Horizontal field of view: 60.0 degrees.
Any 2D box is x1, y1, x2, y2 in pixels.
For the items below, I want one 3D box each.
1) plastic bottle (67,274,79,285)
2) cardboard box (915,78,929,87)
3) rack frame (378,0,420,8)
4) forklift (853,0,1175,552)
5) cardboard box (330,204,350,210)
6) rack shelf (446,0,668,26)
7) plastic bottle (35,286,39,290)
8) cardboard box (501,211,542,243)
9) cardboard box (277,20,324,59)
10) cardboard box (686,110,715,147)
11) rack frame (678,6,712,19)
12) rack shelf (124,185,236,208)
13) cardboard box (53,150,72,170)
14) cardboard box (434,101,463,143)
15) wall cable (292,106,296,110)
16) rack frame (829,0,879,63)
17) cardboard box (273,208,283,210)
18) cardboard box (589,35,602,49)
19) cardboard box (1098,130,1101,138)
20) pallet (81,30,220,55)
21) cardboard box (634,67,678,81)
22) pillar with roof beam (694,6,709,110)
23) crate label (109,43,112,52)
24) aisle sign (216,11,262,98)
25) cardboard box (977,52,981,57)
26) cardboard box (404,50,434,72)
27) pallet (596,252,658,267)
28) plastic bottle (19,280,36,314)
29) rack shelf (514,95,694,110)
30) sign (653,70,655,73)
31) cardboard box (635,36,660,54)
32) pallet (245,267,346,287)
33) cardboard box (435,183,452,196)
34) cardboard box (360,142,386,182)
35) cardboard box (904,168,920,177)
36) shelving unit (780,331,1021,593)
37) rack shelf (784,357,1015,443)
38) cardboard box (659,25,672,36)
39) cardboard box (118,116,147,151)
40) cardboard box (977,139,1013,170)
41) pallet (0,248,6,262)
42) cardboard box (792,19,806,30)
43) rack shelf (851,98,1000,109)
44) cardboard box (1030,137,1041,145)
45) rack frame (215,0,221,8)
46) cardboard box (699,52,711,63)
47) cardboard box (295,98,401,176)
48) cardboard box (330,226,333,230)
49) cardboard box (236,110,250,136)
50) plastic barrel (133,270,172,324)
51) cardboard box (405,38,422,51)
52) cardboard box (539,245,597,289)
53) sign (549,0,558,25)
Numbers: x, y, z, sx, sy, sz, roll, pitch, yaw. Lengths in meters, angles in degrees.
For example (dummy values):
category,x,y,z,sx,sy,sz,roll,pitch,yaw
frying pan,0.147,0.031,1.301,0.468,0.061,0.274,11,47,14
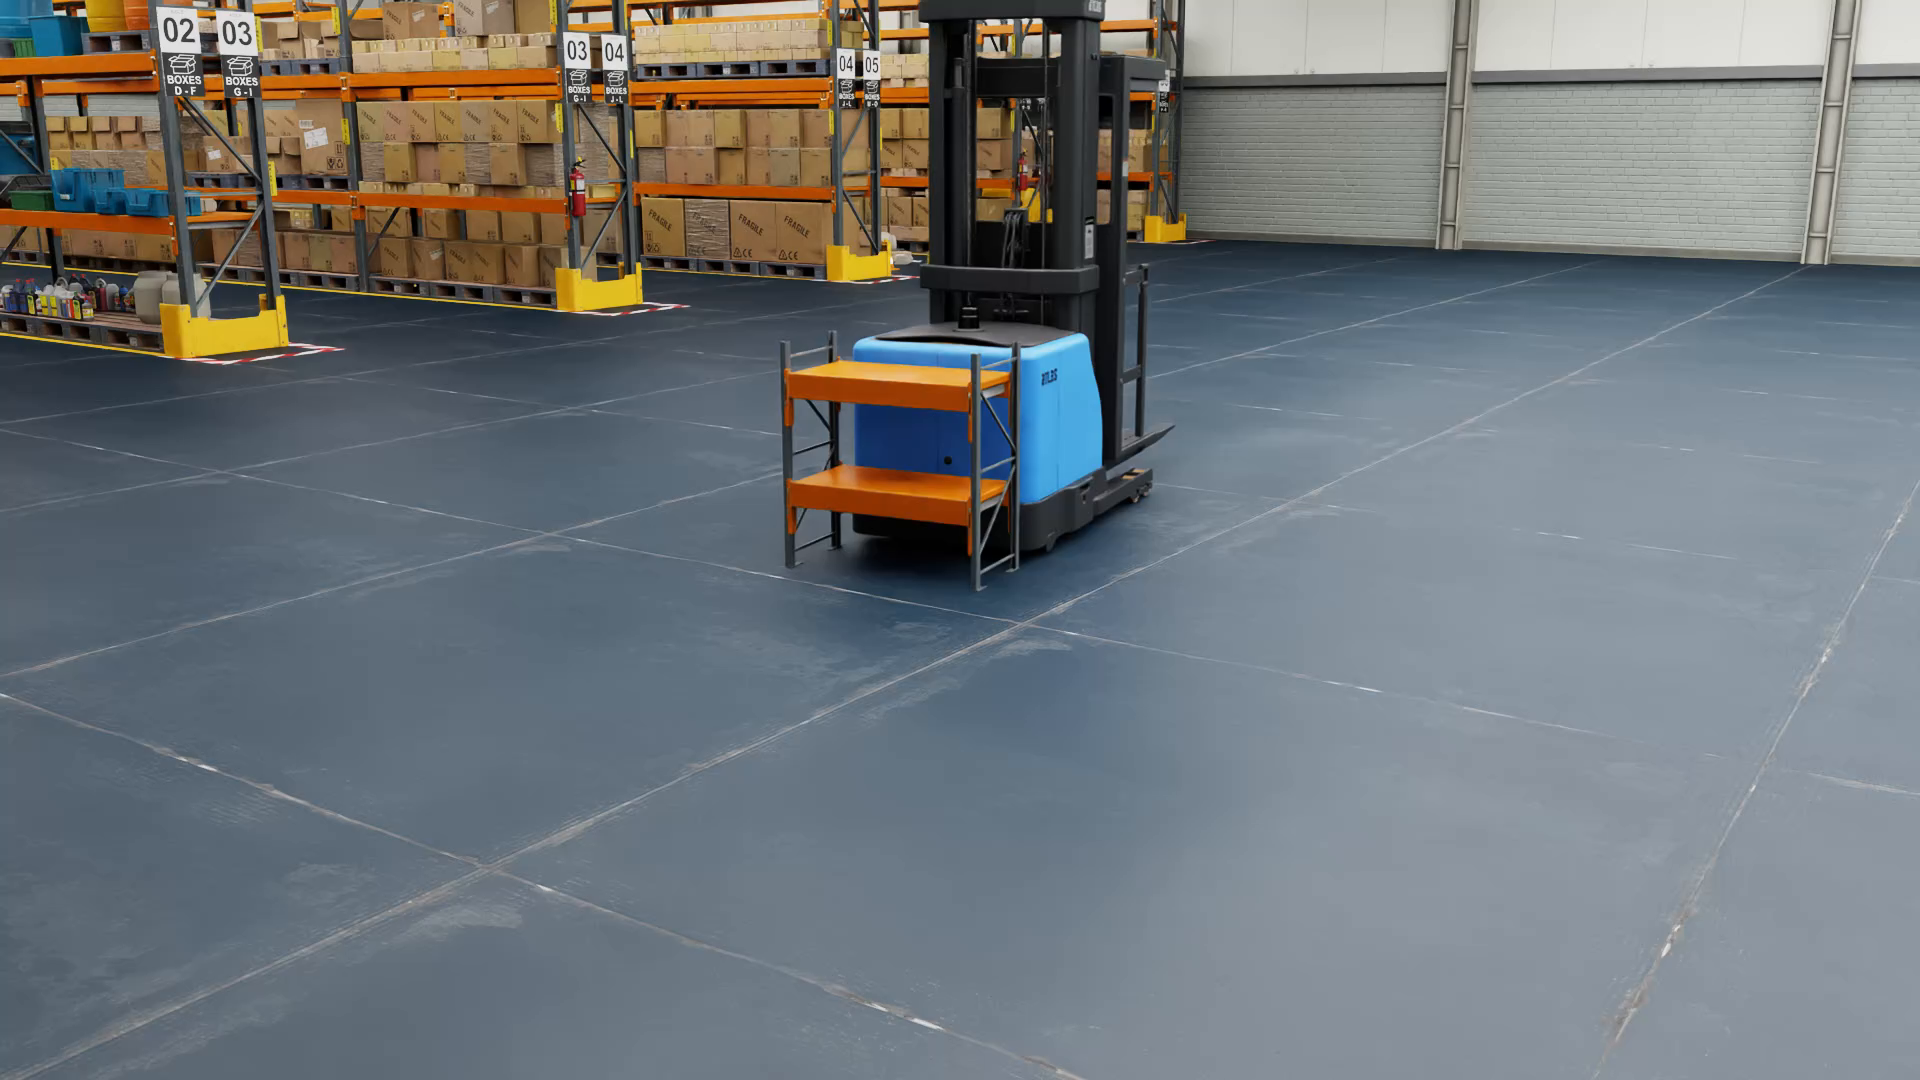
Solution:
category,x,y,z,sx,sy,sz,roll,pitch,yaw
plastic bottle,-9.725,-2.753,18.298,0.185,0.351,0.144,9,16,31
cardboard box,-0.558,-7.804,28.387,0.250,0.149,0.380,9,16,32
rack frame,-12.083,-11.339,35.901,0.127,3.000,1.000,9,17,33
forklift,0.497,-1.673,9.484,1.130,2.935,3.031,6,15,23
cardboard box,-10.977,-6.092,29.959,0.500,0.250,0.500,8,16,30
rack shelf,-6.464,-8.454,26.576,4.000,0.370,1.077,9,17,33
plastic bottle,-9.795,-2.557,17.671,0.097,0.271,0.097,0,14,0
cardboard box,-6.941,-5.249,27.592,0.750,0.750,1.050,9,17,34
cardboard box,-8.773,-6.760,22.559,0.637,0.503,0.797,10,17,35
cardboard box,-3.625,-6.207,25.096,0.550,0.550,0.875,9,17,33
rack frame,-5.996,-11.792,37.734,0.127,3.000,1.000,9,17,33
rack shelf,-12.635,-5.297,25.475,4.000,0.370,1.077,9,17,33
cardboard box,-13.635,-5.784,25.738,0.500,0.500,0.500,9,17,33
cardboard box,-6.173,-5.210,20.719,0.500,0.500,0.500,9,17,33
wall cable,-15.993,-9.956,40.684,0.122,1.984,0.588,9,17,33
rack frame,-1.485,-8.192,23.191,0.127,3.000,1.000,9,17,33
cardboard box,-12.776,-6.121,31.128,0.250,0.149,0.380,8,16,30
cardboard box,-4.437,-5.965,19.916,0.250,0.149,0.380,9,17,32
cardboard box,2.649,-7.902,32.327,0.250,0.149,0.380,10,17,34
pallet,-7.733,-4.812,16.171,1.213,0.211,1.003,9,17,33
cardboard box,-5.842,-9.084,31.947,0.637,0.503,0.797,8,16,29
pillar with roof beam,-8.474,-11.207,35.369,0.400,9.000,9.100,9,17,33
crate label,-8.470,-5.018,16.919,0.408,0.251,0.502,9,17,33
aisle sign,-6.878,-4.628,15.866,0.004,0.787,0.394,9,17,33
cardboard box,0.334,-8.061,27.767,0.250,0.149,0.380,9,16,32
cardboard box,-6.578,-5.974,20.785,0.500,0.250,0.500,8,16,31
pallet,-5.486,-4.552,26.771,1.213,0.211,1.003,9,17,33
plastic bottle,-9.826,-2.565,17.541,0.185,0.351,0.144,8,16,30
rack shelf,-7.104,-8.729,33.097,4.000,0.370,1.077,9,17,33
sign,-5.761,-8.990,31.413,0.005,0.325,0.100,9,17,33
cardboard box,-4.555,-7.475,25.148,0.500,0.250,0.500,9,17,33
pallet,-9.320,-3.755,23.554,1.213,0.211,1.003,9,17,33
cardboard box,-6.394,-4.432,21.008,0.250,0.149,0.380,9,17,33
cardboard box,-7.317,-4.962,21.797,0.500,0.500,0.875,9,17,33
cardboard box,-0.762,-6.388,28.907,0.250,0.149,0.380,9,17,33
shelving unit,-0.286,-0.406,8.120,1.048,1.125,0.538,7,15,25
rack shelf,-0.286,-0.690,8.050,1.000,0.278,0.538,7,15,25
cardboard box,-4.270,-7.606,24.844,0.250,0.149,0.380,9,17,32
cardboard box,-12.112,-6.103,24.937,0.637,0.503,0.797,10,17,34
cardboard box,0.590,-6.492,27.978,0.500,0.500,0.500,9,16,32
pallet,-15.898,-4.842,27.943,1.213,0.211,1.003,9,17,33
cardboard box,-2.160,-7.265,23.469,0.250,0.149,0.380,9,17,33
rack shelf,-1.018,-9.183,34.930,4.000,0.370,1.077,9,17,33
cardboard box,1.587,-7.929,33.051,0.250,0.149,0.380,9,17,32
rack frame,-10.975,-8.290,23.584,0.127,3.000,1.000,9,17,33
cardboard box,-3.634,-7.116,24.526,0.250,0.149,0.380,9,17,33
cardboard box,-8.237,-5.471,22.559,1.000,1.000,1.000,9,17,33
cardboard box,-11.565,-5.823,31.161,0.250,0.149,0.380,8,16,30
cardboard box,-13.271,-7.783,31.113,0.500,0.500,0.500,9,16,31
plastic barrel,-8.106,-2.454,16.797,0.421,0.512,0.421,0,14,0
cardboard box,-6.686,-6.173,20.757,0.250,0.149,0.380,9,16,32
cardboard box,-4.846,-3.382,20.573,0.500,0.500,0.500,13,19,43
sign,-4.663,-6.083,19.068,0.005,0.325,0.100,9,17,33
